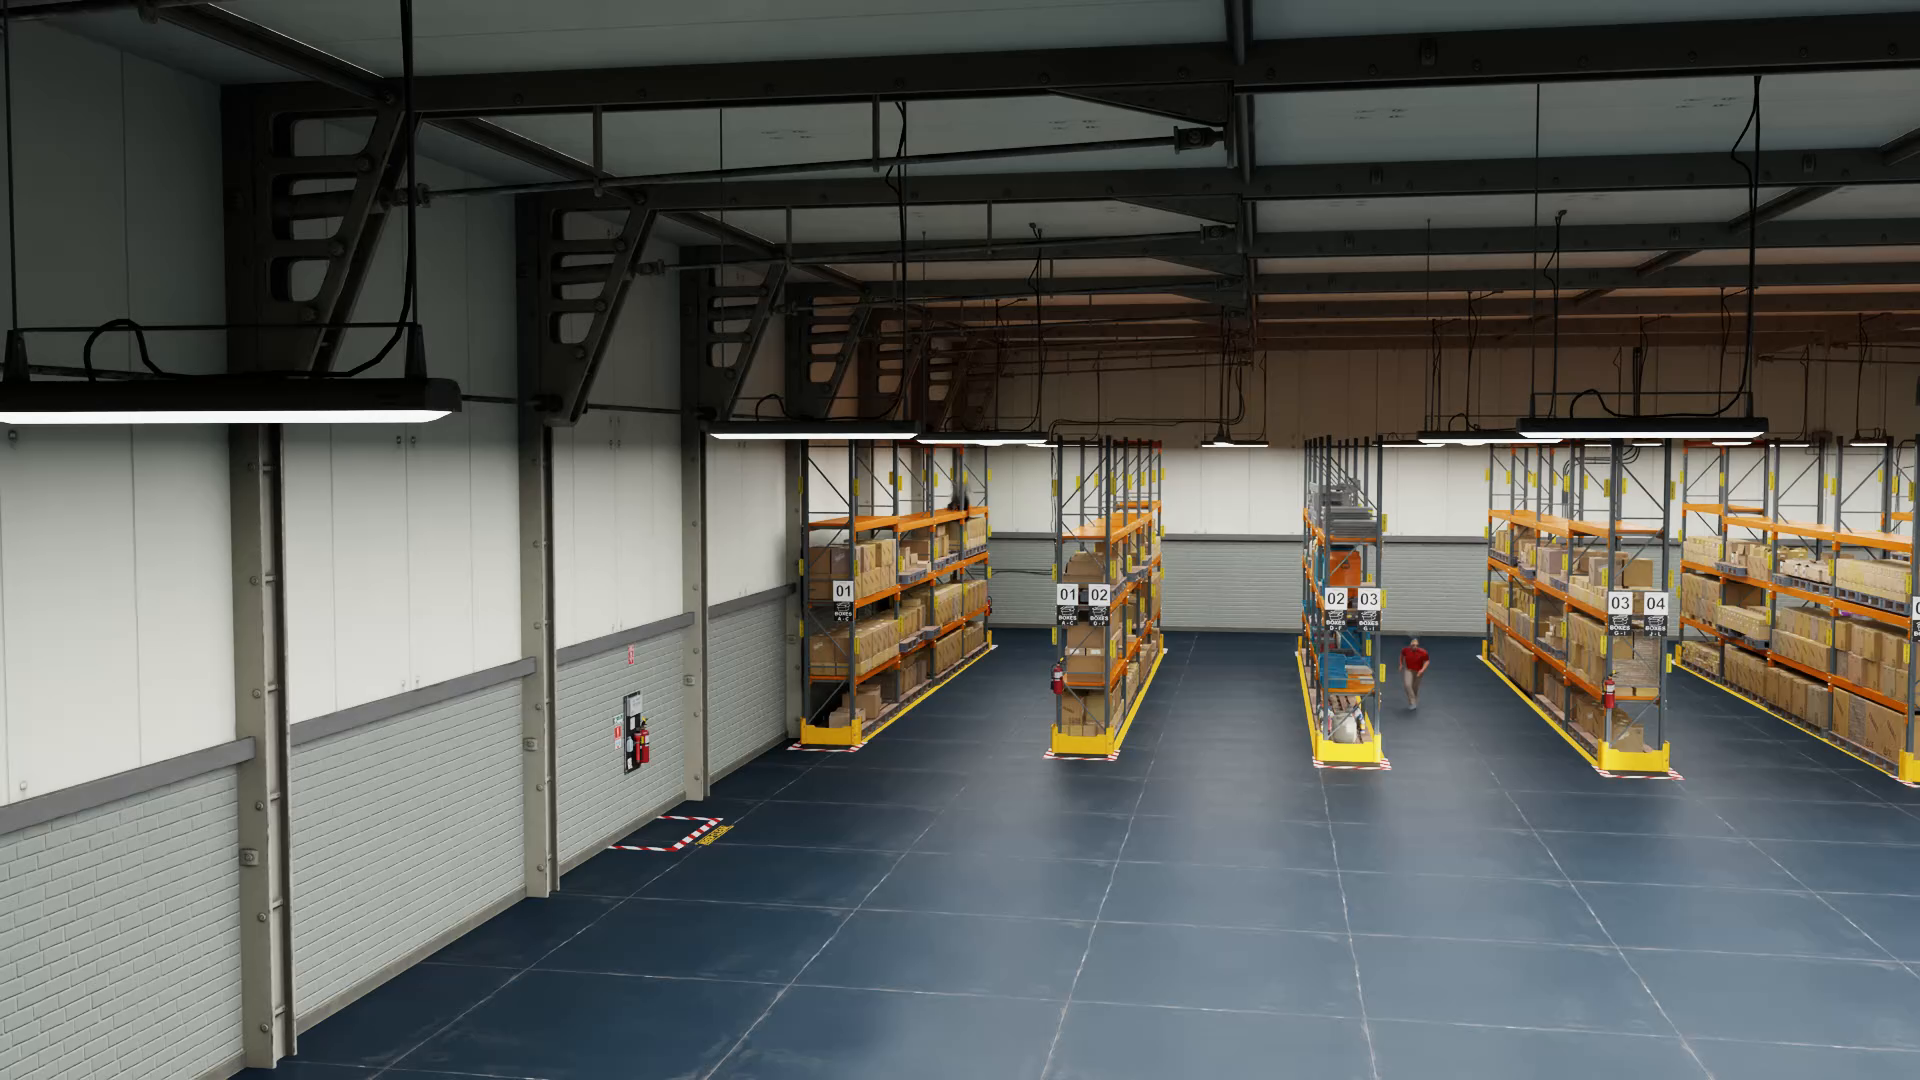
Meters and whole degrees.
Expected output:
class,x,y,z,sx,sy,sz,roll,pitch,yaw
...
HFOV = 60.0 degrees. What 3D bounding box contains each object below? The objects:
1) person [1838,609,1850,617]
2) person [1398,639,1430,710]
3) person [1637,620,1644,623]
class,x,y,z,sx,sy,sz,roll,pitch,yaw
person,23.724,2.421,44.832,0.720,1.789,0.673,0,3,1
person,10.081,2.931,36.900,0.677,1.572,1.070,1,3,18
person,17.985,2.499,44.181,0.689,1.786,0.775,1,3,26
